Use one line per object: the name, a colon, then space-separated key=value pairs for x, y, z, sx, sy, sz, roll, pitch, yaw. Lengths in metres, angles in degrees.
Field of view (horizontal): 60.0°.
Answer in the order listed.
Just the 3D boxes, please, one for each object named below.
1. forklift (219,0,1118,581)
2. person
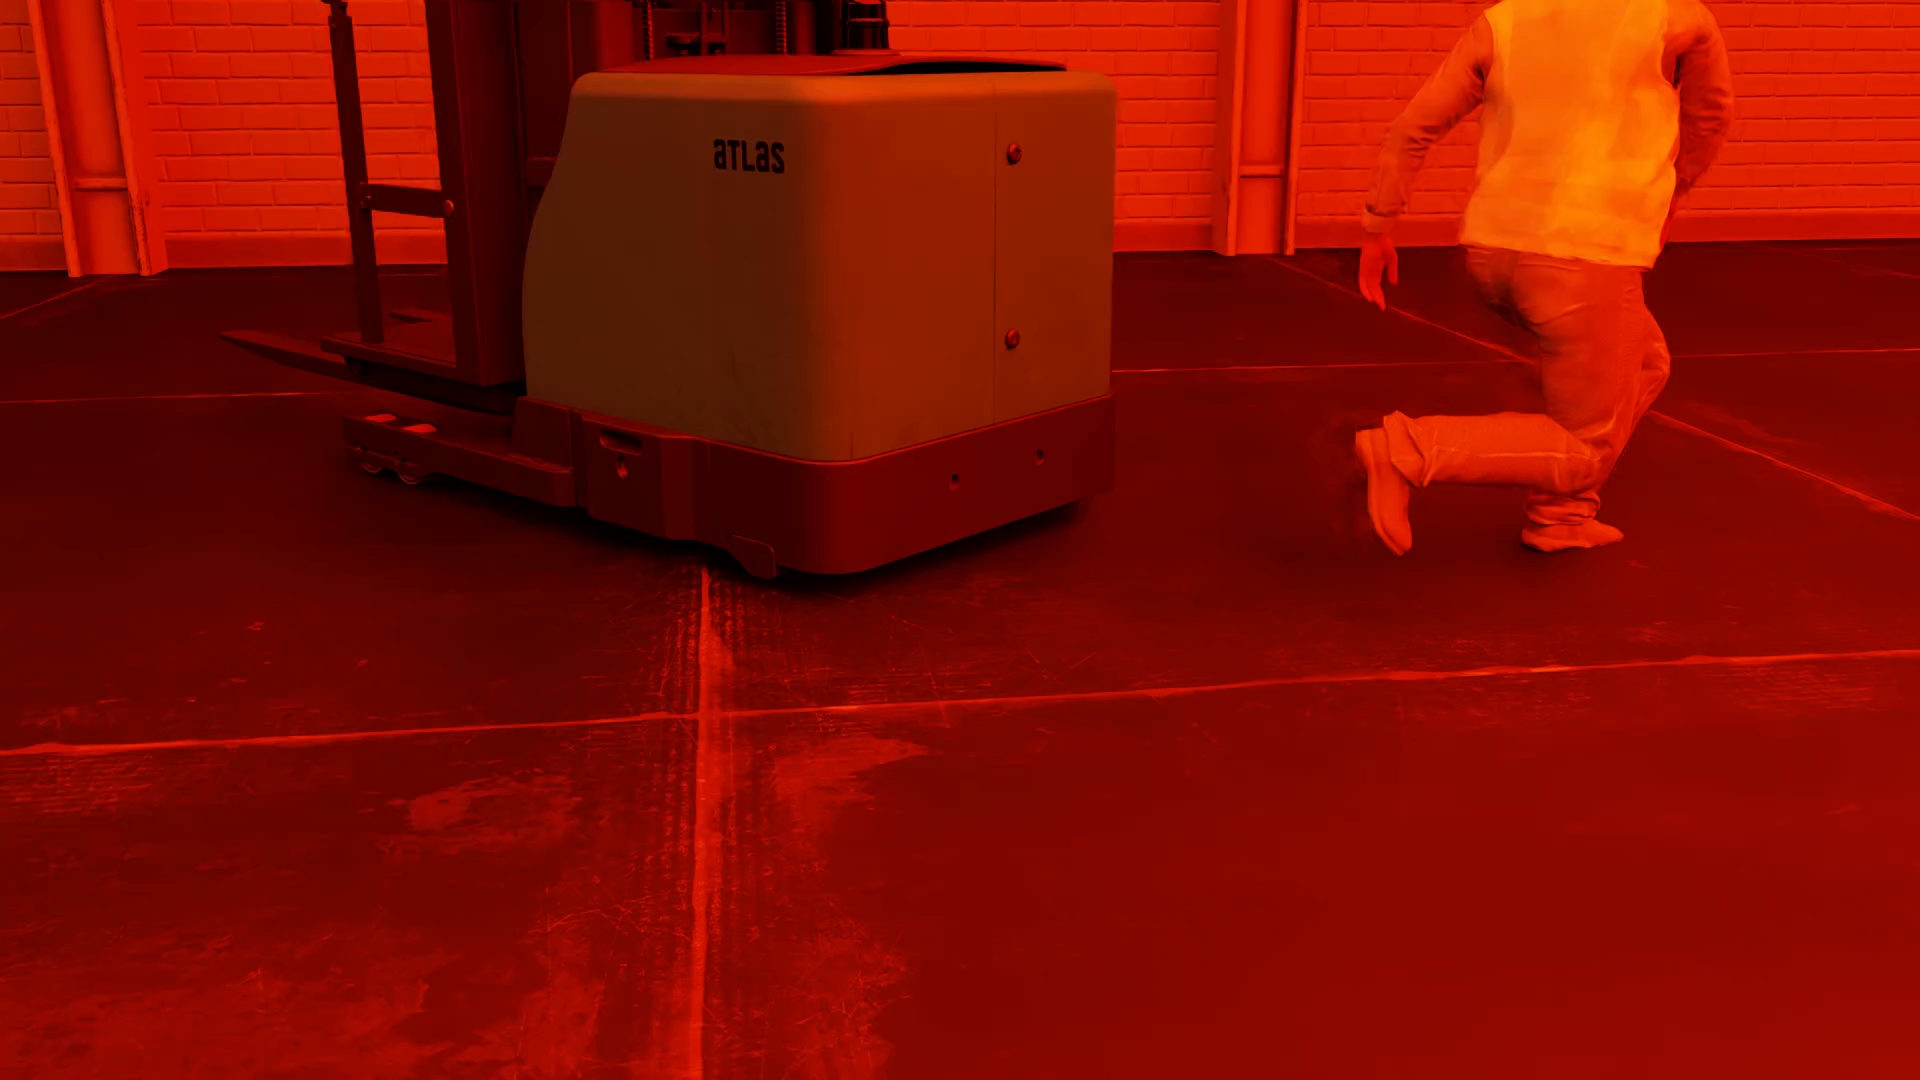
forklift: x=-1.059 y=-1.649 z=4.359 sx=3.031 sy=2.935 sz=1.130 roll=14 pitch=22 yaw=39
person: x=1.272 y=-0.705 z=3.712 sx=0.867 sy=1.552 sz=0.626 roll=-8 pitch=18 yaw=-24
